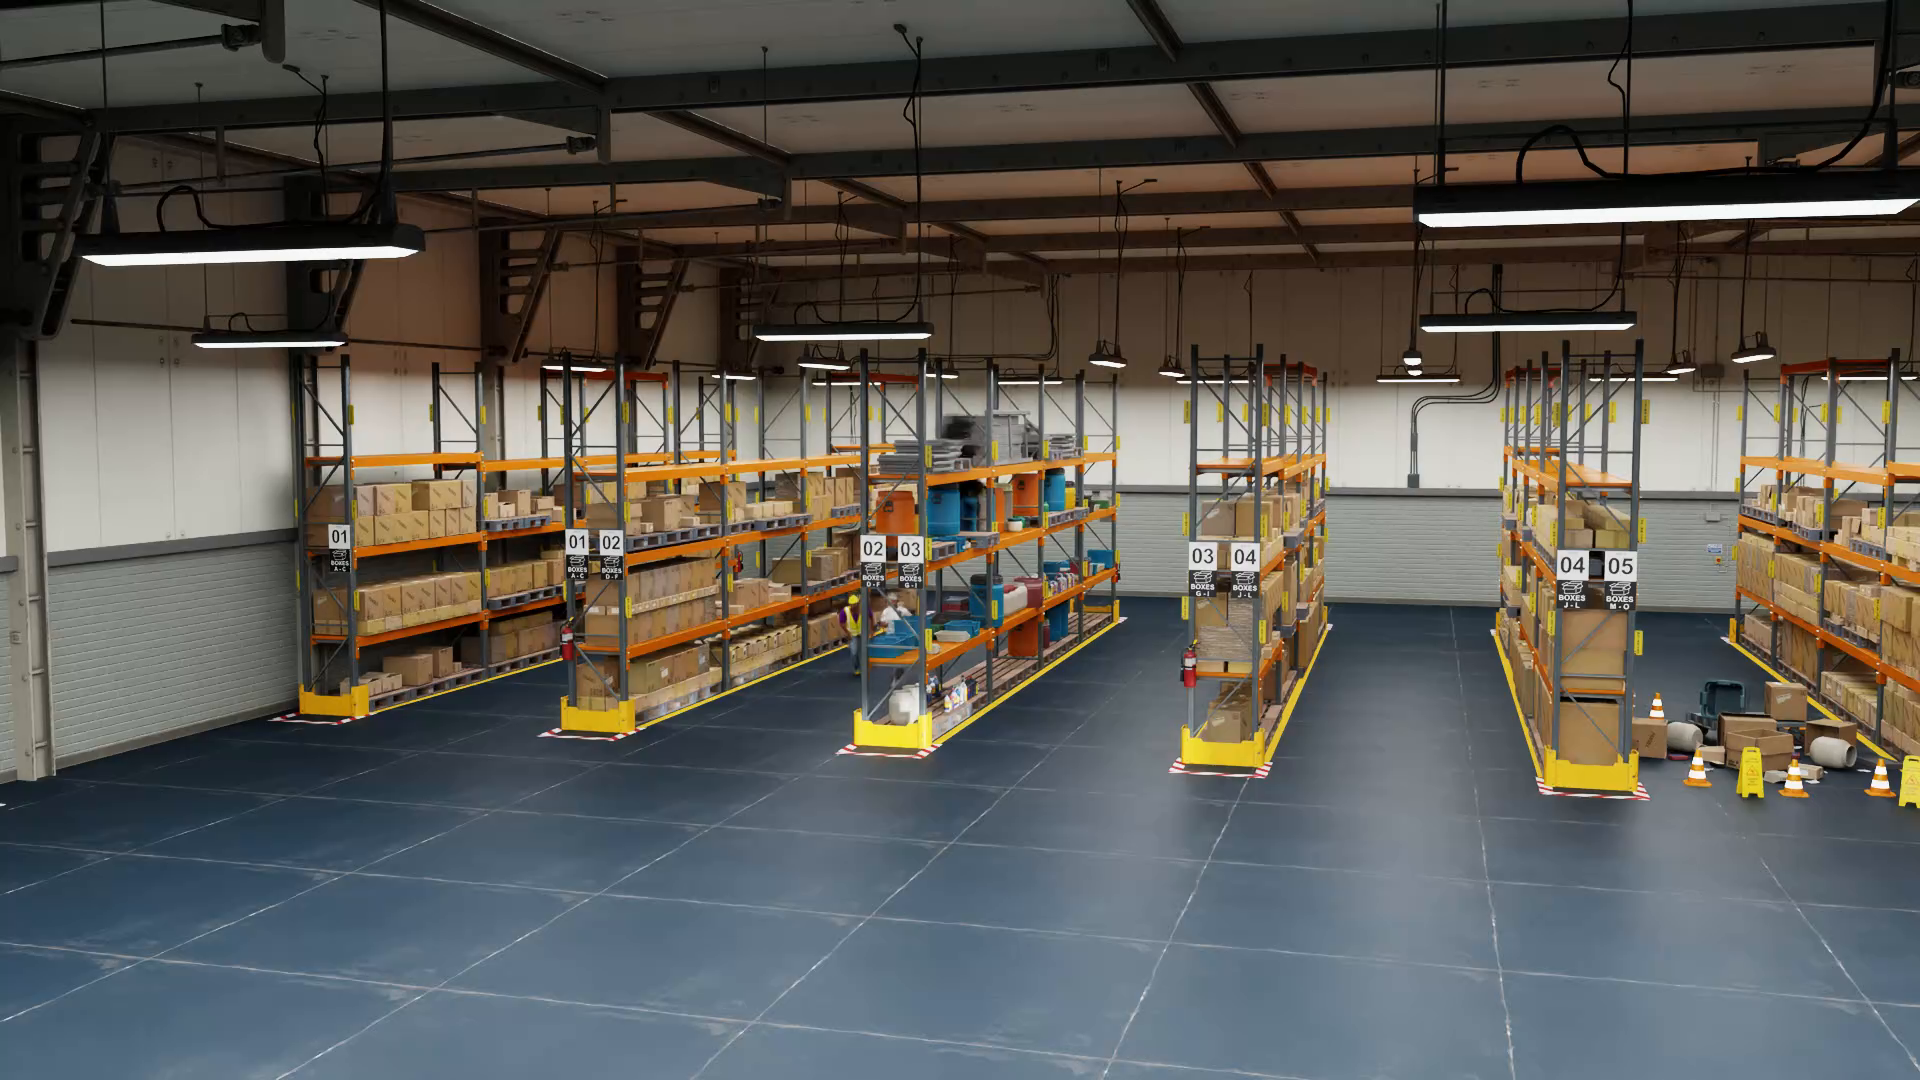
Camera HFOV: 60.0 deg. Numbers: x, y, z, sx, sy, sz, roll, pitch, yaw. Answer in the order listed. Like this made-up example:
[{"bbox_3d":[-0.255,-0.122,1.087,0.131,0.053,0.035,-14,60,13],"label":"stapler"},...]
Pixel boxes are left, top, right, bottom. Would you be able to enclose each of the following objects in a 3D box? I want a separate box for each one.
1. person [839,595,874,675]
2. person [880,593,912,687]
[{"bbox_3d":[-1.980,1.809,31.886,0.671,1.592,0.931,-1,4,-7],"label":"person"},{"bbox_3d":[-1.196,1.840,30.924,0.531,1.751,0.847,2,5,23],"label":"person"}]
